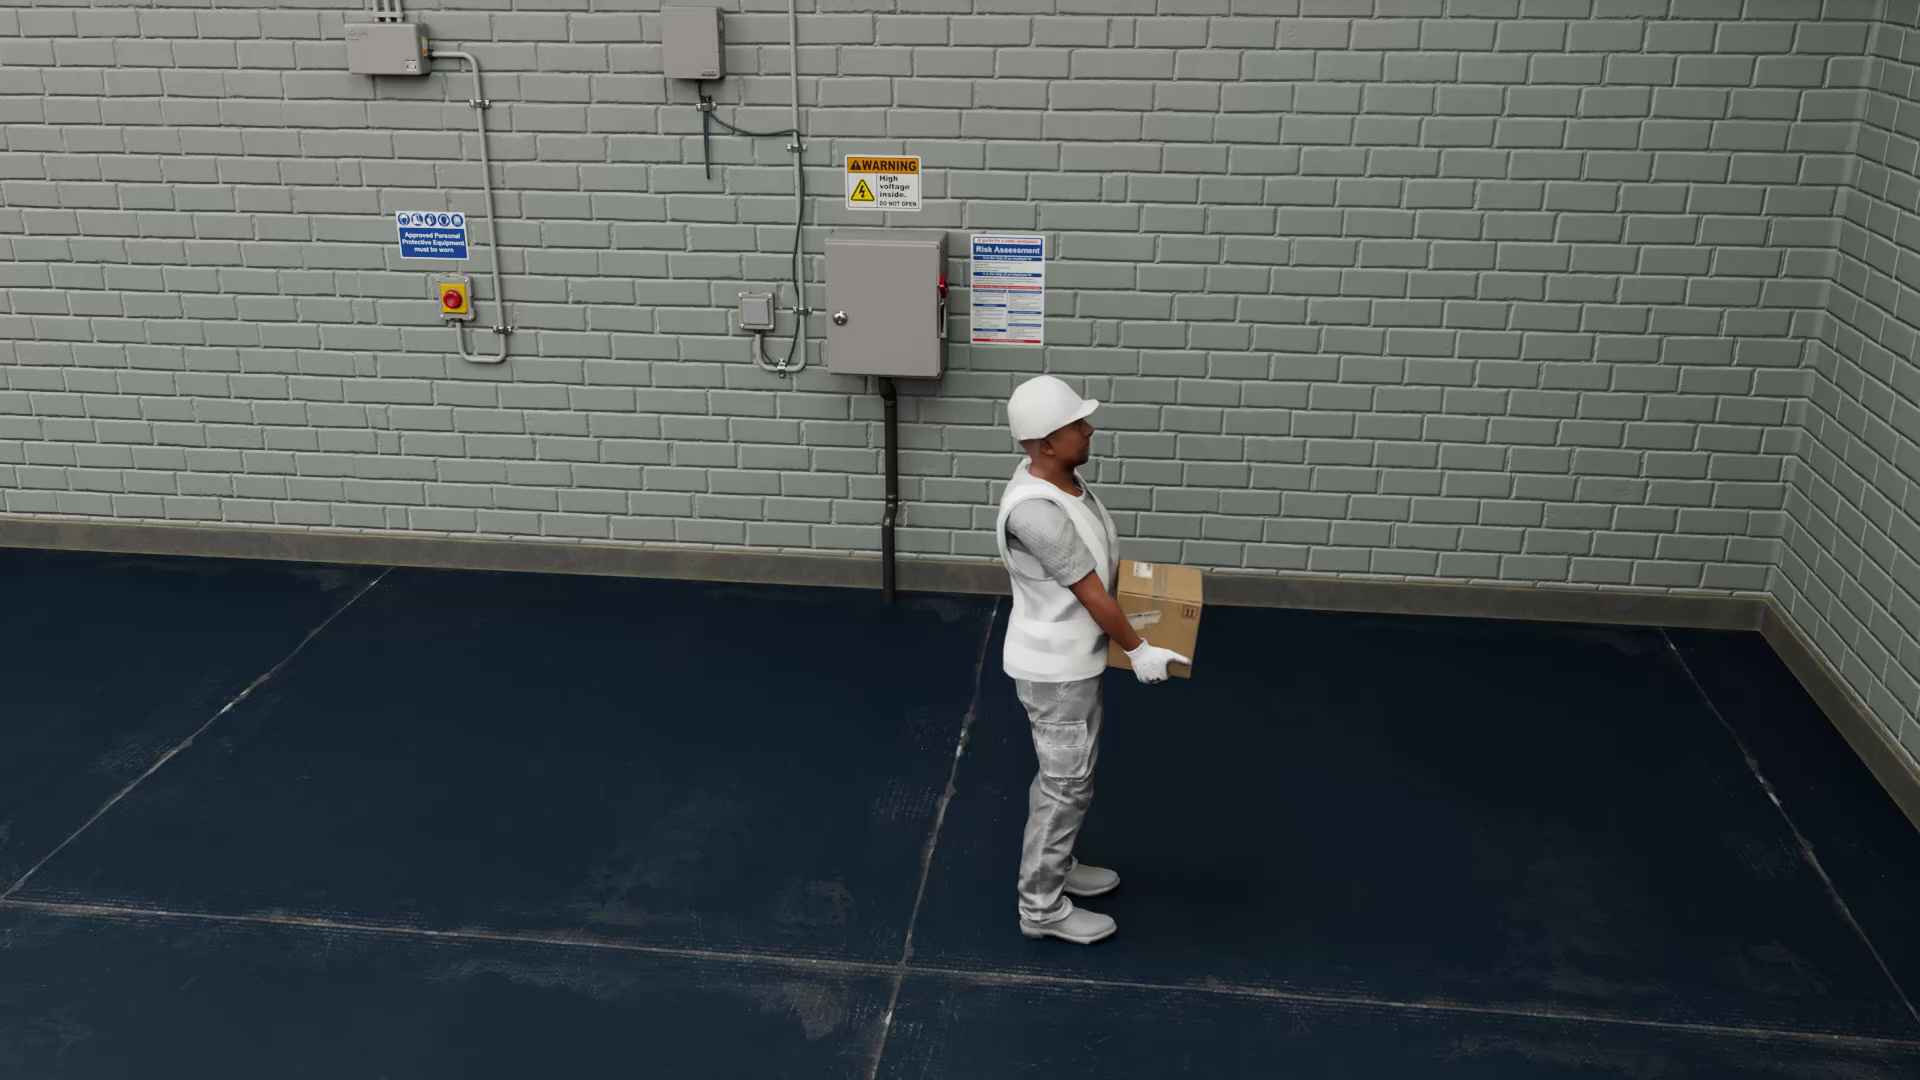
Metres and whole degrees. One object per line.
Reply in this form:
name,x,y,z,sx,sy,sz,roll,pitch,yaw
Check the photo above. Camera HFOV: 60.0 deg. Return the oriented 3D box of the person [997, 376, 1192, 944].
person,0.411,0.371,5.095,0.584,1.778,0.487,2,21,6
